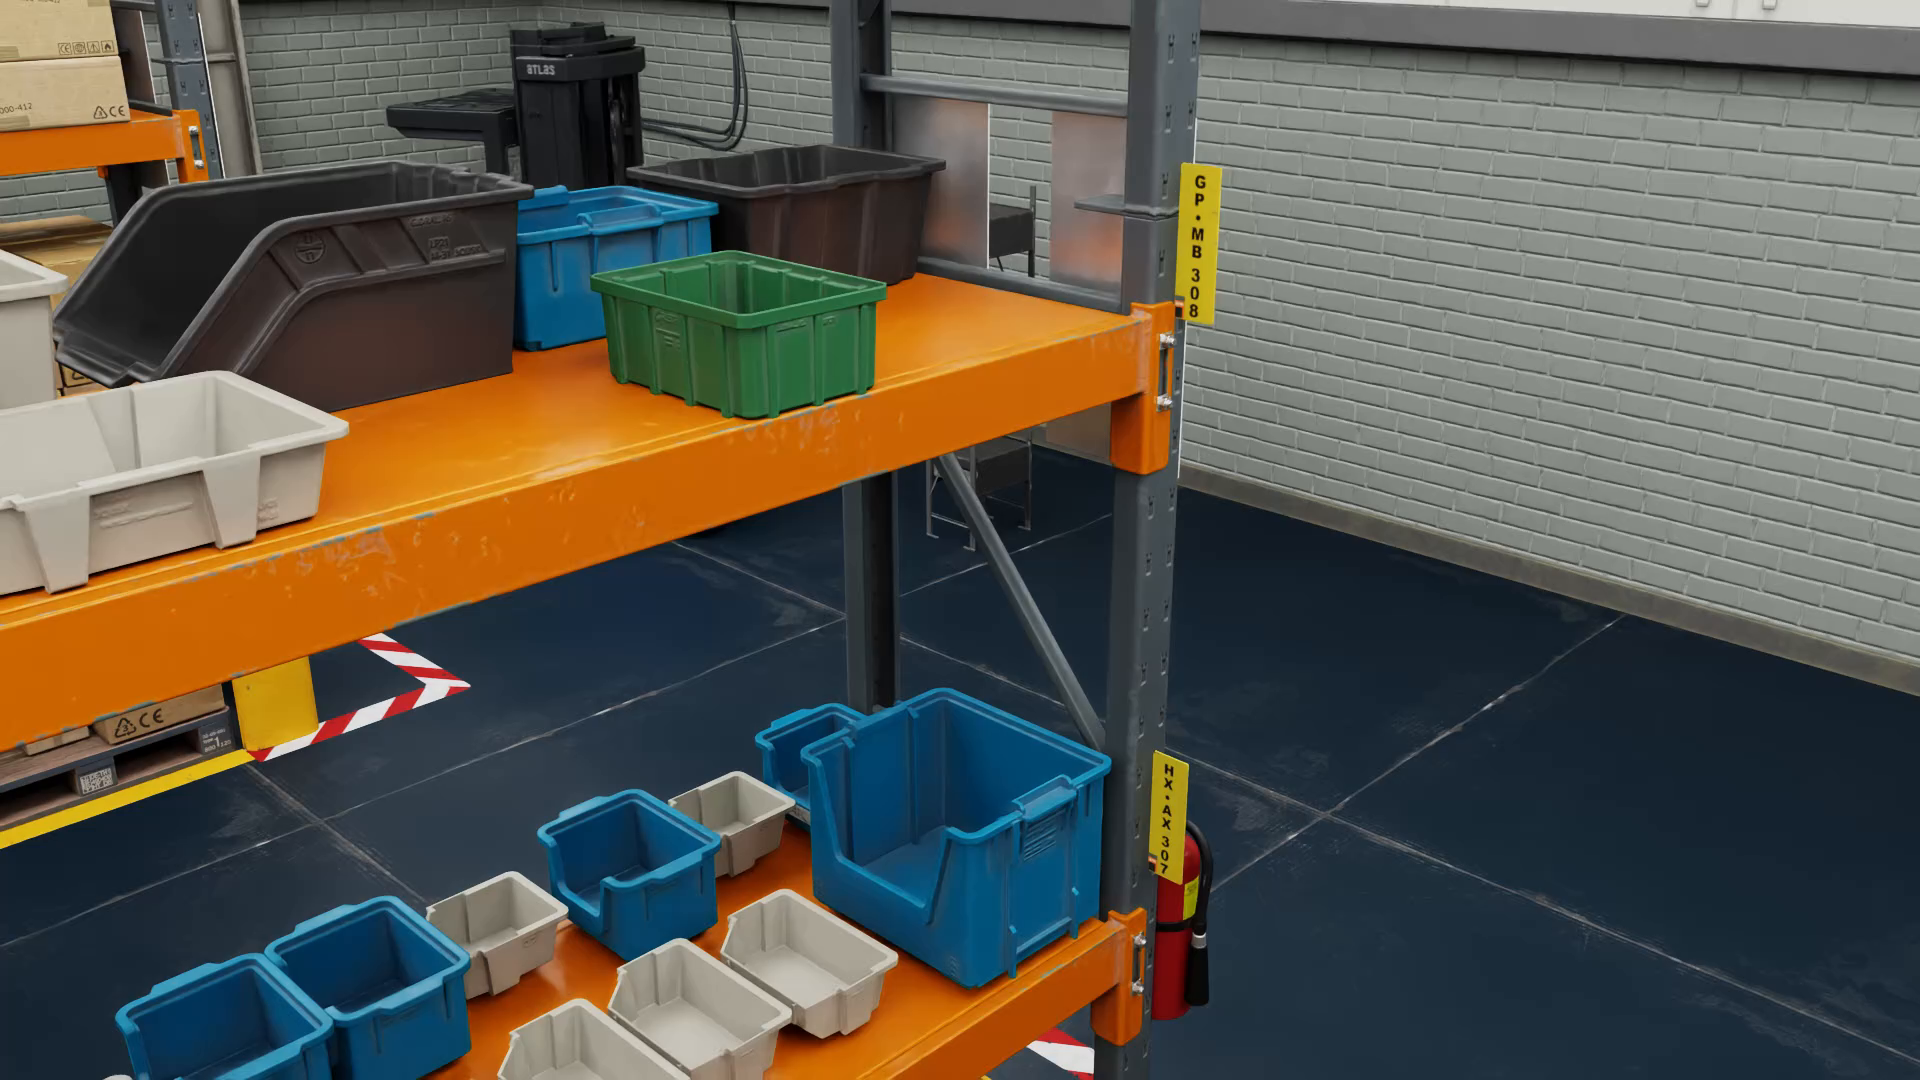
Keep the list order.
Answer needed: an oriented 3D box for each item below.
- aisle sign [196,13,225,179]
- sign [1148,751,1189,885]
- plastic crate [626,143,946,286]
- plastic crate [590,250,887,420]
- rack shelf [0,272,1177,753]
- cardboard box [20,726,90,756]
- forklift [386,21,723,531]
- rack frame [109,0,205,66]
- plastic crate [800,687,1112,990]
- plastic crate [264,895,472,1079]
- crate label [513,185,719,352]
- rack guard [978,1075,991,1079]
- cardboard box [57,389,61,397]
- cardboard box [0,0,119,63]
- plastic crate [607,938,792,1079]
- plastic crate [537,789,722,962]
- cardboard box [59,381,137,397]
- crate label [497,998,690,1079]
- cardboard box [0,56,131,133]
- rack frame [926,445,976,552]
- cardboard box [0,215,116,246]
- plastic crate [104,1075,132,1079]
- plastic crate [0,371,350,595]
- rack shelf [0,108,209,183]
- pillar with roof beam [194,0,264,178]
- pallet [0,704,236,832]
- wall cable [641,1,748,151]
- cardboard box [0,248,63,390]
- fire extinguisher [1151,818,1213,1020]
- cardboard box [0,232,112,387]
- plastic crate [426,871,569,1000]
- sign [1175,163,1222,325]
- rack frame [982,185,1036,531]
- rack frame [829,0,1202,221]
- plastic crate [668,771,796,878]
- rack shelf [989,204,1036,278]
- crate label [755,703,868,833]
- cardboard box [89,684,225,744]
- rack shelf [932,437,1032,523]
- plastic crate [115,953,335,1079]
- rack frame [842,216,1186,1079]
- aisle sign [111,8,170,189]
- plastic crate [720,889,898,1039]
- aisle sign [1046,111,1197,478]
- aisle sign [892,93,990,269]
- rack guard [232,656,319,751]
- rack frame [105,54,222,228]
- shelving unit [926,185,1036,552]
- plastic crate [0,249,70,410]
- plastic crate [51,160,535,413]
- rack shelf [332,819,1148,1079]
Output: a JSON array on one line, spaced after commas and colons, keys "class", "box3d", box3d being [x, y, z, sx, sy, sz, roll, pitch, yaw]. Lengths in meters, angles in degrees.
[{"class": "aisle sign", "box3d": [-3.191, -1.792, 6.932, 0.394, 0.787, 0.004, 19, 28, 41]}, {"class": "sign", "box3d": [0.494, 0.660, 3.948, 0.100, 0.325, 0.005, 19, 28, 41]}, {"class": "plastic crate", "box3d": [-0.380, -0.707, 3.734, 0.497, 0.269, 0.590, 19, 28, 41]}, {"class": "plastic crate", "box3d": [-0.395, -0.373, 2.979, 0.450, 0.188, 0.336, 19, 28, 41]}, {"class": "rack shelf", "box3d": [-1.307, 0.053, 2.578, 1.077, 0.370, 4.000, 19, 28, 41]}, {"class": "cardboard box", "box3d": [-4.008, 0.763, 7.246, 0.380, 0.166, 0.250, 19, 28, 41]}, {"class": "forklift", "box3d": [-2.757, -1.691, 10.389, 3.031, 2.935, 1.130, 7, 22, 17]}, {"class": "rack frame", "box3d": [-3.458, -3.438, 6.476, 1.000, 3.000, 0.127, 19, 28, 41]}, {"class": "plastic crate", "box3d": [-0.011, 0.691, 3.962, 0.616, 0.435, 0.499, 19, 28, 41]}, {"class": "plastic crate", "box3d": [-1.238, 0.973, 3.513, 0.416, 0.233, 0.300, 19, 28, 41]}, {"class": "crate label", "box3d": [-0.787, -0.571, 3.406, 0.408, 0.251, 0.502, 19, 28, 41]}, {"class": "rack guard", "box3d": [0.096, 1.760, 4.798, 1.175, 0.500, 0.348, 19, 28, 41]}, {"class": "cardboard box", "box3d": [-3.935, -0.367, 6.709, 0.500, 0.500, 0.500, 20, 28, 41]}, {"class": "cardboard box", "box3d": [-3.634, -2.005, 6.442, 0.500, 0.250, 0.500, 19, 28, 41]}, {"class": "plastic crate", "box3d": [-0.563, 1.024, 3.513, 0.396, 0.136, 0.243, 19, 28, 41]}, {"class": "plastic crate", "box3d": [-0.779, 0.804, 3.953, 0.416, 0.233, 0.300, 19, 28, 41]}, {"class": "cardboard box", "box3d": [-3.575, -0.501, 7.058, 0.500, 0.500, 0.500, -19, 28, -40]}, {"class": "crate label", "box3d": [-0.740, 1.102, 3.311, 0.396, 0.136, 0.243, 19, 28, 41]}, {"class": "cardboard box", "box3d": [-3.627, -1.770, 6.526, 0.500, 0.250, 0.500, 19, 28, 41]}, {"class": "rack frame", "box3d": [-0.055, -0.960, 9.645, 0.400, 2.100, 0.015, 19, 28, 41]}, {"class": "cardboard box", "box3d": [-3.956, -1.103, 7.230, 0.500, 0.500, 0.500, -19, 28, -40]}, {"class": "plastic crate", "box3d": [-1.703, 1.204, 3.046, 0.293, 0.136, 0.466, 19, 28, 41]}, {"class": "plastic crate", "box3d": [-1.175, -0.081, 2.290, 0.437, 0.136, 0.530, 19, 28, 41]}, {"class": "rack shelf", "box3d": [-4.853, -1.188, 5.806, 1.077, 0.370, 4.000, 19, 28, 41]}, {"class": "pillar with roof beam", "box3d": [-2.662, -4.510, 9.265, 9.100, 9.000, 0.400, 19, 28, 41]}, {"class": "pallet", "box3d": [-4.066, 0.889, 7.468, 1.003, 0.211, 1.213, 19, 28, 41]}, {"class": "wall cable", "box3d": [-2.808, -4.592, 13.806, 3.097, 2.526, 0.112, 19, 28, 41]}, {"class": "cardboard box", "box3d": [-3.923, -0.838, 6.540, 0.500, 0.500, 0.500, -19, 28, -41]}, {"class": "fire extinguisher", "box3d": [0.519, 0.888, 4.210, 0.296, 0.674, 0.183, 19, 28, 41]}, {"class": "cardboard box", "box3d": [-3.571, -0.968, 6.878, 0.500, 0.500, 0.500, 19, 28, 40]}, {"class": "plastic crate", "box3d": [-1.076, 0.915, 3.796, 0.250, 0.136, 0.298, 19, 28, 41]}, {"class": "sign", "box3d": [0.494, -0.615, 3.458, 0.100, 0.325, 0.005, 19, 28, 41]}, {"class": "rack frame", "box3d": [0.286, -1.085, 9.972, 0.400, 2.100, 0.015, 19, 28, 41]}, {"class": "rack frame", "box3d": [0.088, -2.197, 3.248, 1.000, 3.000, 0.127, 19, 28, 41]}, {"class": "plastic crate", "box3d": [-0.603, 0.741, 4.250, 0.250, 0.136, 0.298, 19, 28, 41]}, {"class": "rack shelf", "box3d": [0.115, -1.663, 9.562, 0.431, 0.518, 0.480, 19, 28, 41]}, {"class": "crate label", "box3d": [-0.320, 0.634, 4.393, 0.416, 0.233, 0.303, 19, 28, 41]}, {"class": "cardboard box", "box3d": [-3.661, 0.525, 7.398, 0.500, 0.500, 0.500, 19, 28, 41]}, {"class": "rack shelf", "box3d": [0.115, -0.357, 10.065, 0.431, 0.518, 0.480, 19, 28, 41]}, {"class": "plastic crate", "box3d": [-1.448, 1.050, 3.312, 0.416, 0.233, 0.300, 19, 28, 41]}, {"class": "rack frame", "box3d": [0.088, 0.603, 4.325, 1.000, 3.000, 0.127, 19, 28, 41]}, {"class": "aisle sign", "box3d": [-3.621, -1.942, 7.323, 0.394, 0.787, 0.004, 19, 28, 41]}, {"class": "plastic crate", "box3d": [-0.351, 0.953, 3.698, 0.396, 0.136, 0.243, 19, 28, 41]}, {"class": "aisle sign", "box3d": [0.349, -0.556, 3.716, 0.394, 0.787, 0.004, 19, 28, 41]}, {"class": "aisle sign", "box3d": [-0.074, -0.703, 4.100, 0.394, 0.787, 0.004, 19, 28, 41]}, {"class": "rack guard", "box3d": [-3.511, 0.549, 7.950, 1.175, 0.500, 0.348, 19, 28, 41]}, {"class": "rack frame", "box3d": [-3.458, -0.638, 7.553, 1.000, 3.000, 0.127, 19, 28, 41]}, {"class": "shelving unit", "box3d": [0.115, -1.023, 9.809, 0.431, 2.100, 0.503, 19, 28, 41]}, {"class": "plastic crate", "box3d": [-1.679, -0.249, 2.526, 0.437, 0.282, 0.530, 19, 28, 41]}, {"class": "plastic crate", "box3d": [-1.174, -0.444, 2.955, 0.504, 0.338, 0.767, 19, 28, 41]}, {"class": "rack shelf", "box3d": [-1.307, 1.453, 3.116, 1.077, 0.370, 4.000, 19, 28, 41]}]
